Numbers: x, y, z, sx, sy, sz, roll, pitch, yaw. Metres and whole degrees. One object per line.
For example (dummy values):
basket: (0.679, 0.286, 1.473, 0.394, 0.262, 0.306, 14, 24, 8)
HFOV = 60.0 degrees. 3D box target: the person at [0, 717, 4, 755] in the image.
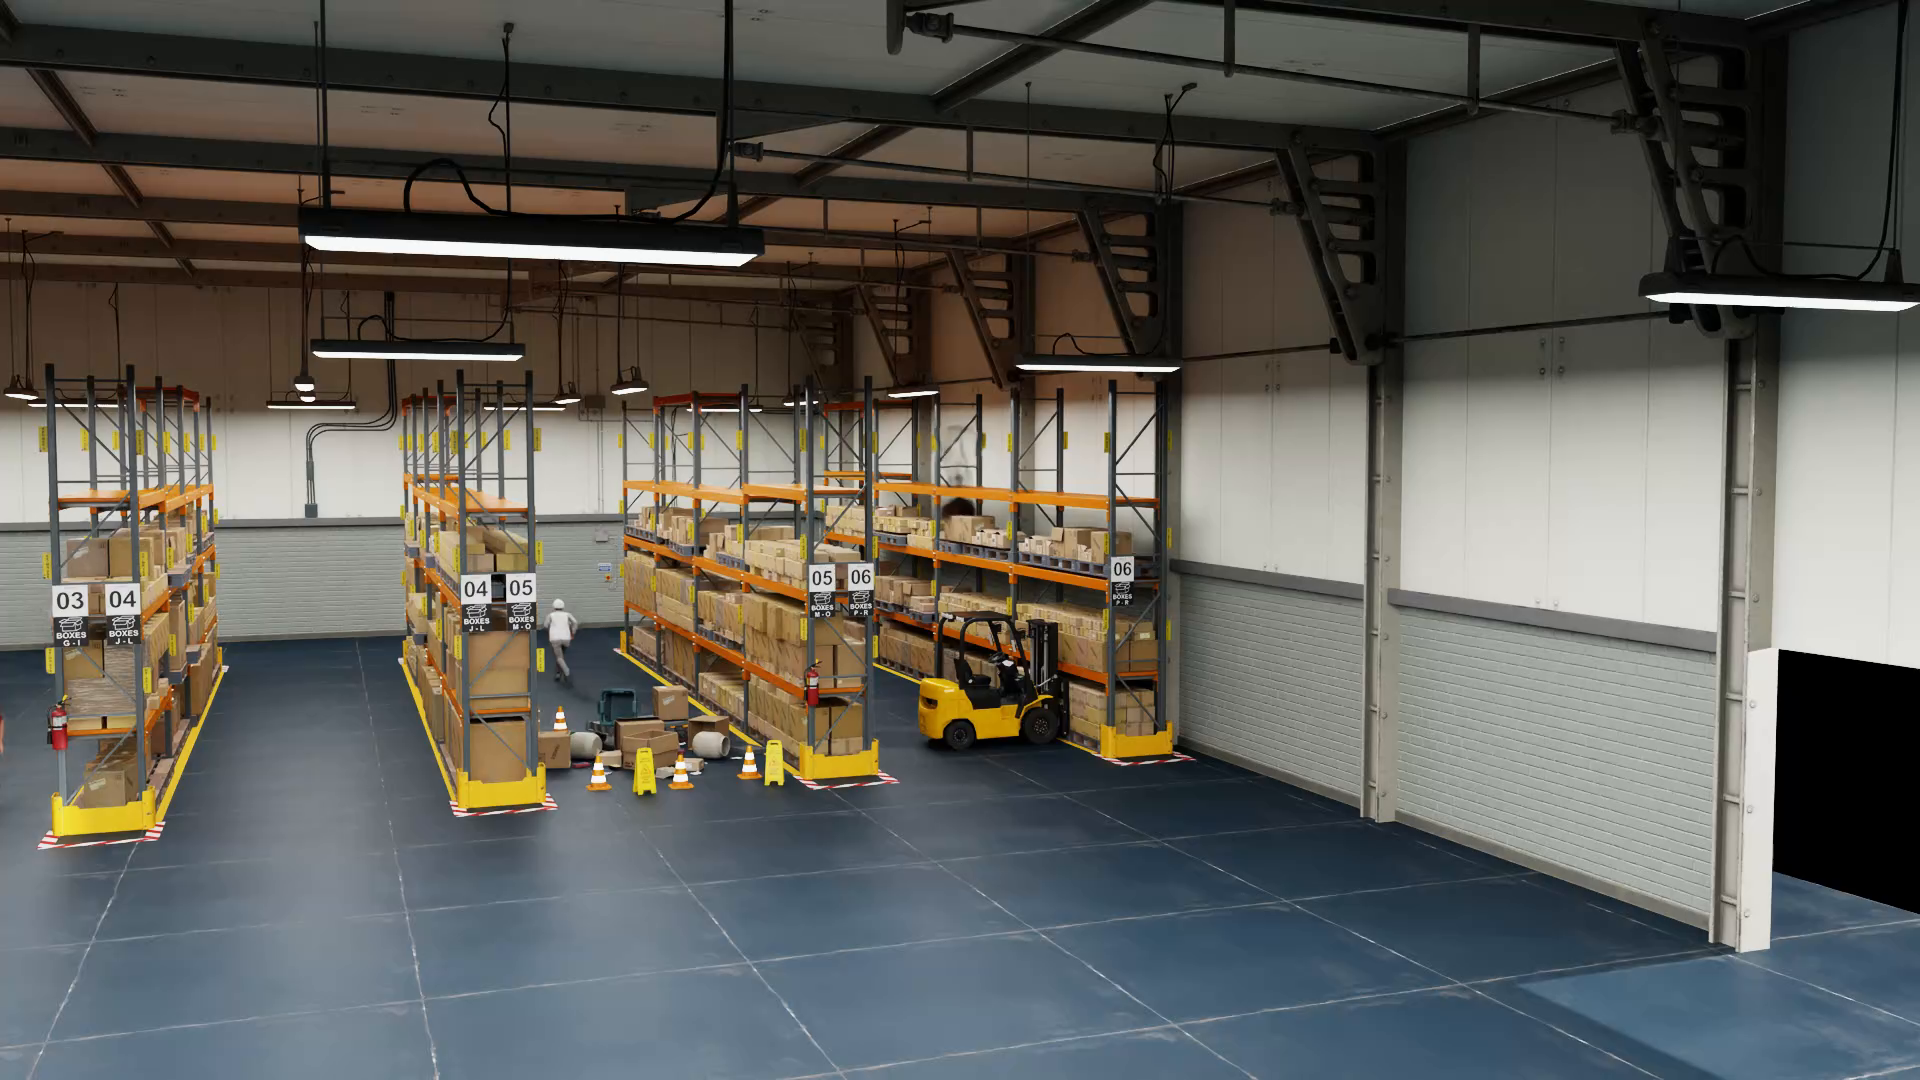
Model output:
person: (-12.856, 2.856, 21.715, 0.641, 1.768, 0.915, -2, 4, -26)

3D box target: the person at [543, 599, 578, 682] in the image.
person: (-8.235, 2.127, 34.334, 0.661, 1.778, 1.084, -2, 4, -32)
